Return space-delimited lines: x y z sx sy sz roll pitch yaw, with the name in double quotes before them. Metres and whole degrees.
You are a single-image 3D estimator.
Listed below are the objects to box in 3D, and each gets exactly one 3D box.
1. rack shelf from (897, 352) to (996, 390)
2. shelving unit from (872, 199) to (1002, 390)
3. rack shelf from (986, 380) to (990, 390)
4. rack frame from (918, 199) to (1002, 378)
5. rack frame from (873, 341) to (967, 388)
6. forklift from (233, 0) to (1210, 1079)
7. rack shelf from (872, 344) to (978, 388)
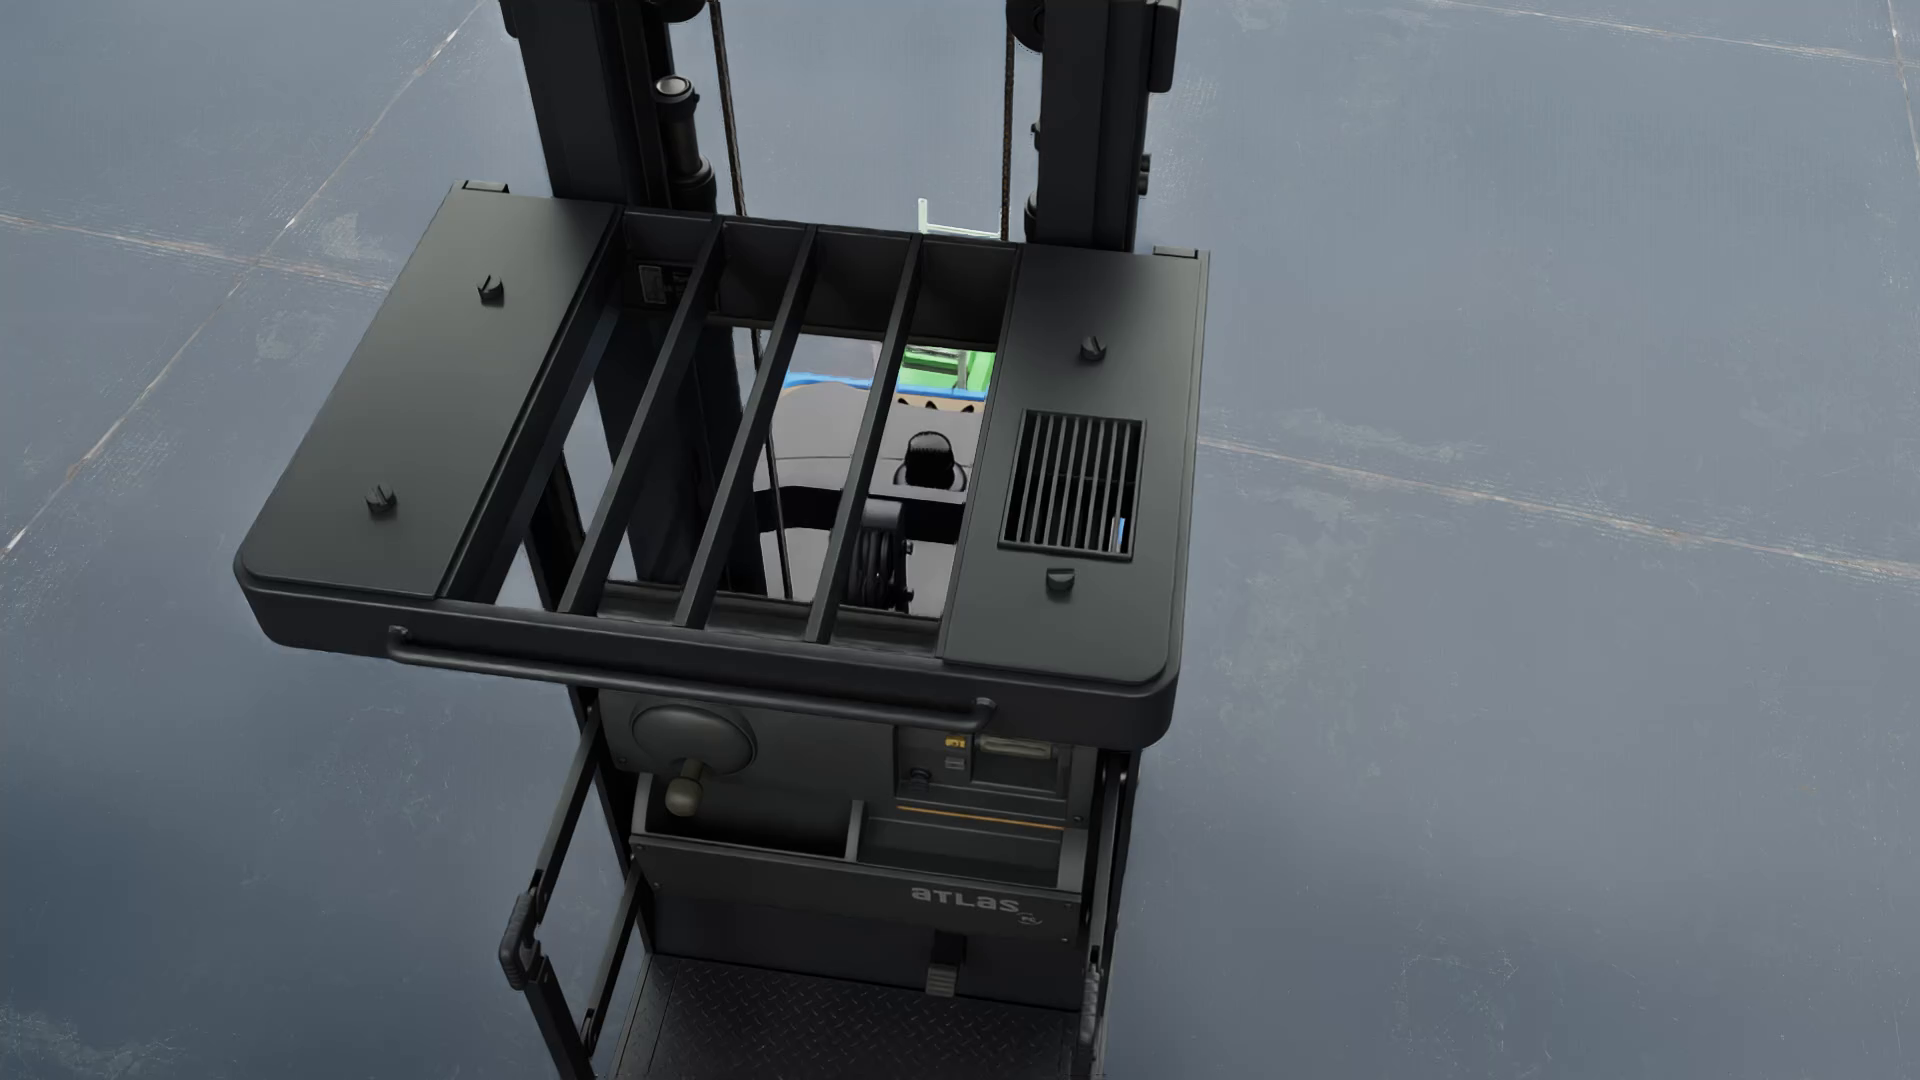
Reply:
"rack shelf" -0.047 -0.431 4.595 0.258 0.148 0.480 10 49 8
"shelving unit" -0.047 -0.314 4.727 0.258 1.200 0.503 10 49 8
"rack shelf" -0.047 -0.272 4.775 0.258 0.148 0.480 10 49 8
"rack frame" 0.007 -0.493 4.884 0.240 1.200 0.015 10 49 8
"rack frame" -0.100 -0.136 4.569 0.240 1.200 0.015 10 49 8
"forklift" -0.236 0.448 2.900 1.130 2.935 3.031 6 49 6
"rack shelf" -0.047 -0.589 4.415 0.258 0.148 0.480 10 49 8
